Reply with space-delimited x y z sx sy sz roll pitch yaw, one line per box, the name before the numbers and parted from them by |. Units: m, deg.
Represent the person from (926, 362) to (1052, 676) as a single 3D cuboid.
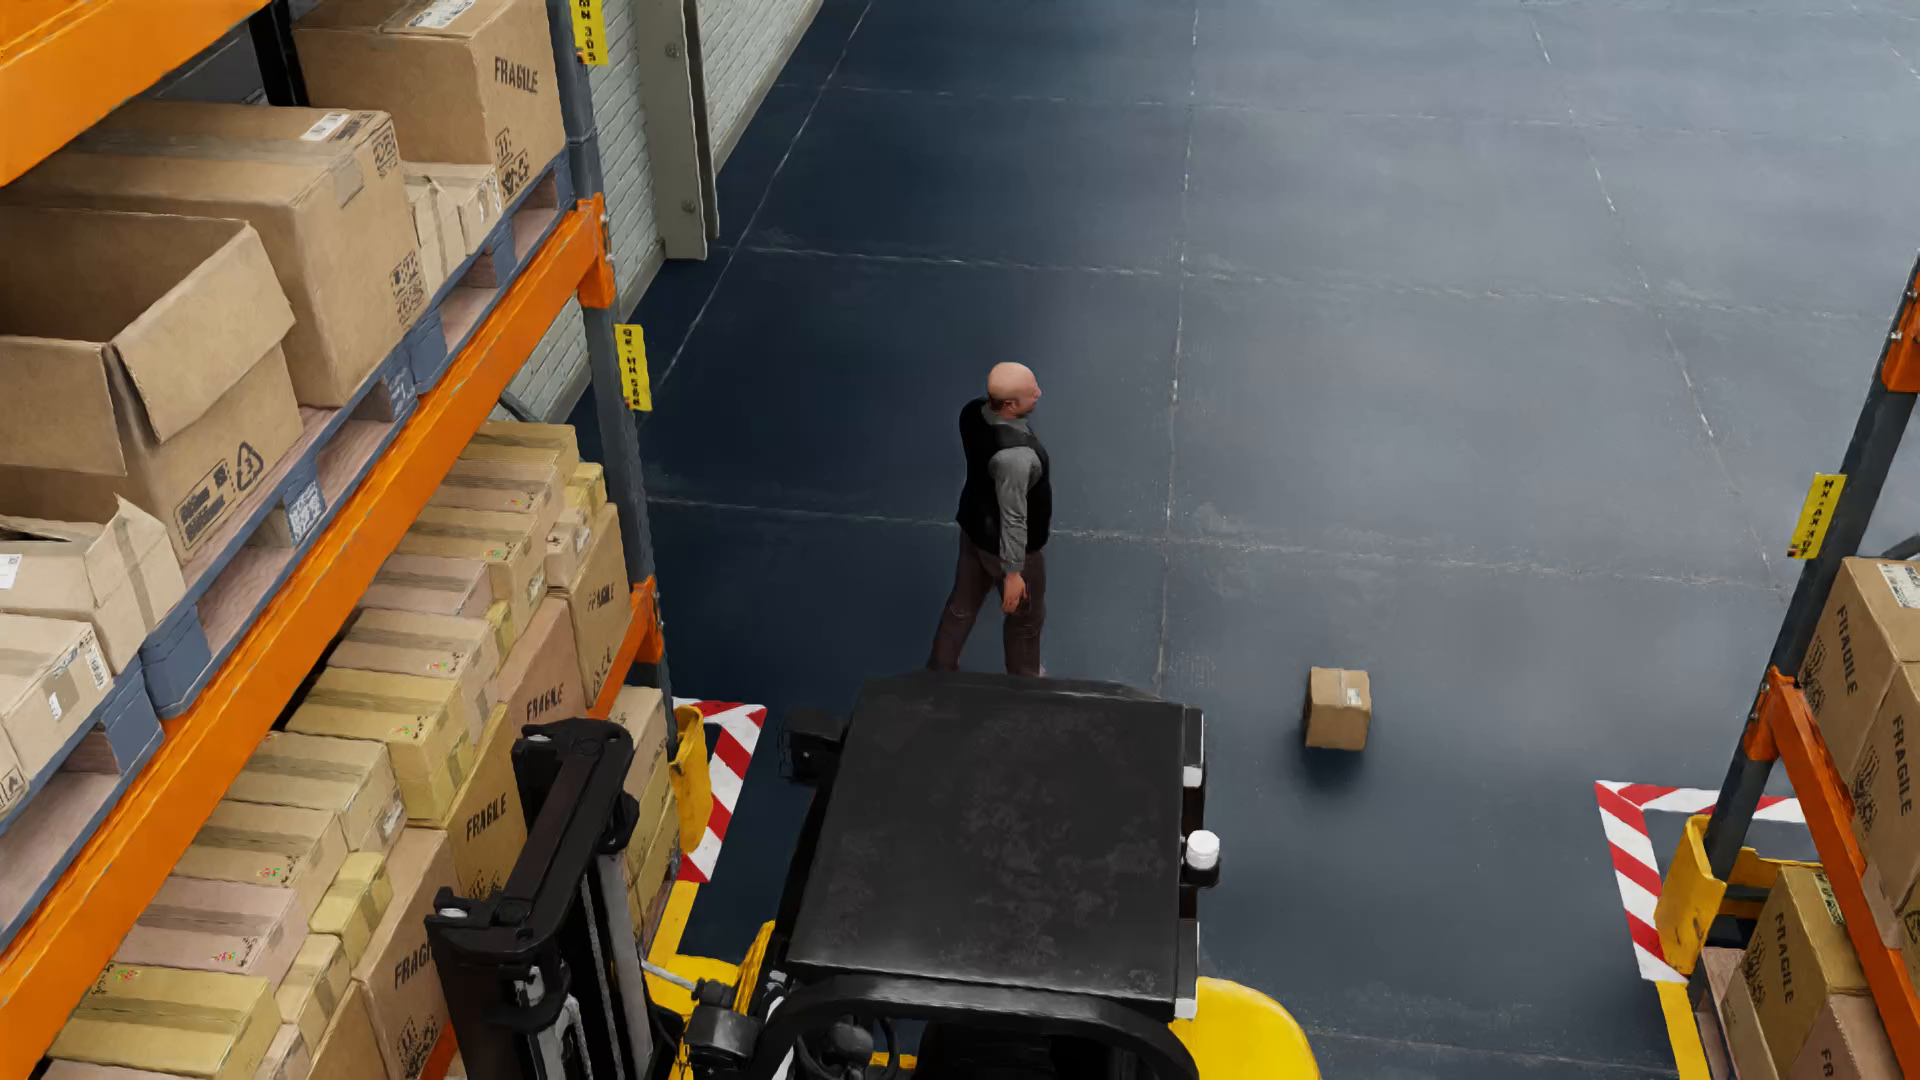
person | 0.174 -0.004 7.068 0.619 1.720 0.649 -16 39 -20
